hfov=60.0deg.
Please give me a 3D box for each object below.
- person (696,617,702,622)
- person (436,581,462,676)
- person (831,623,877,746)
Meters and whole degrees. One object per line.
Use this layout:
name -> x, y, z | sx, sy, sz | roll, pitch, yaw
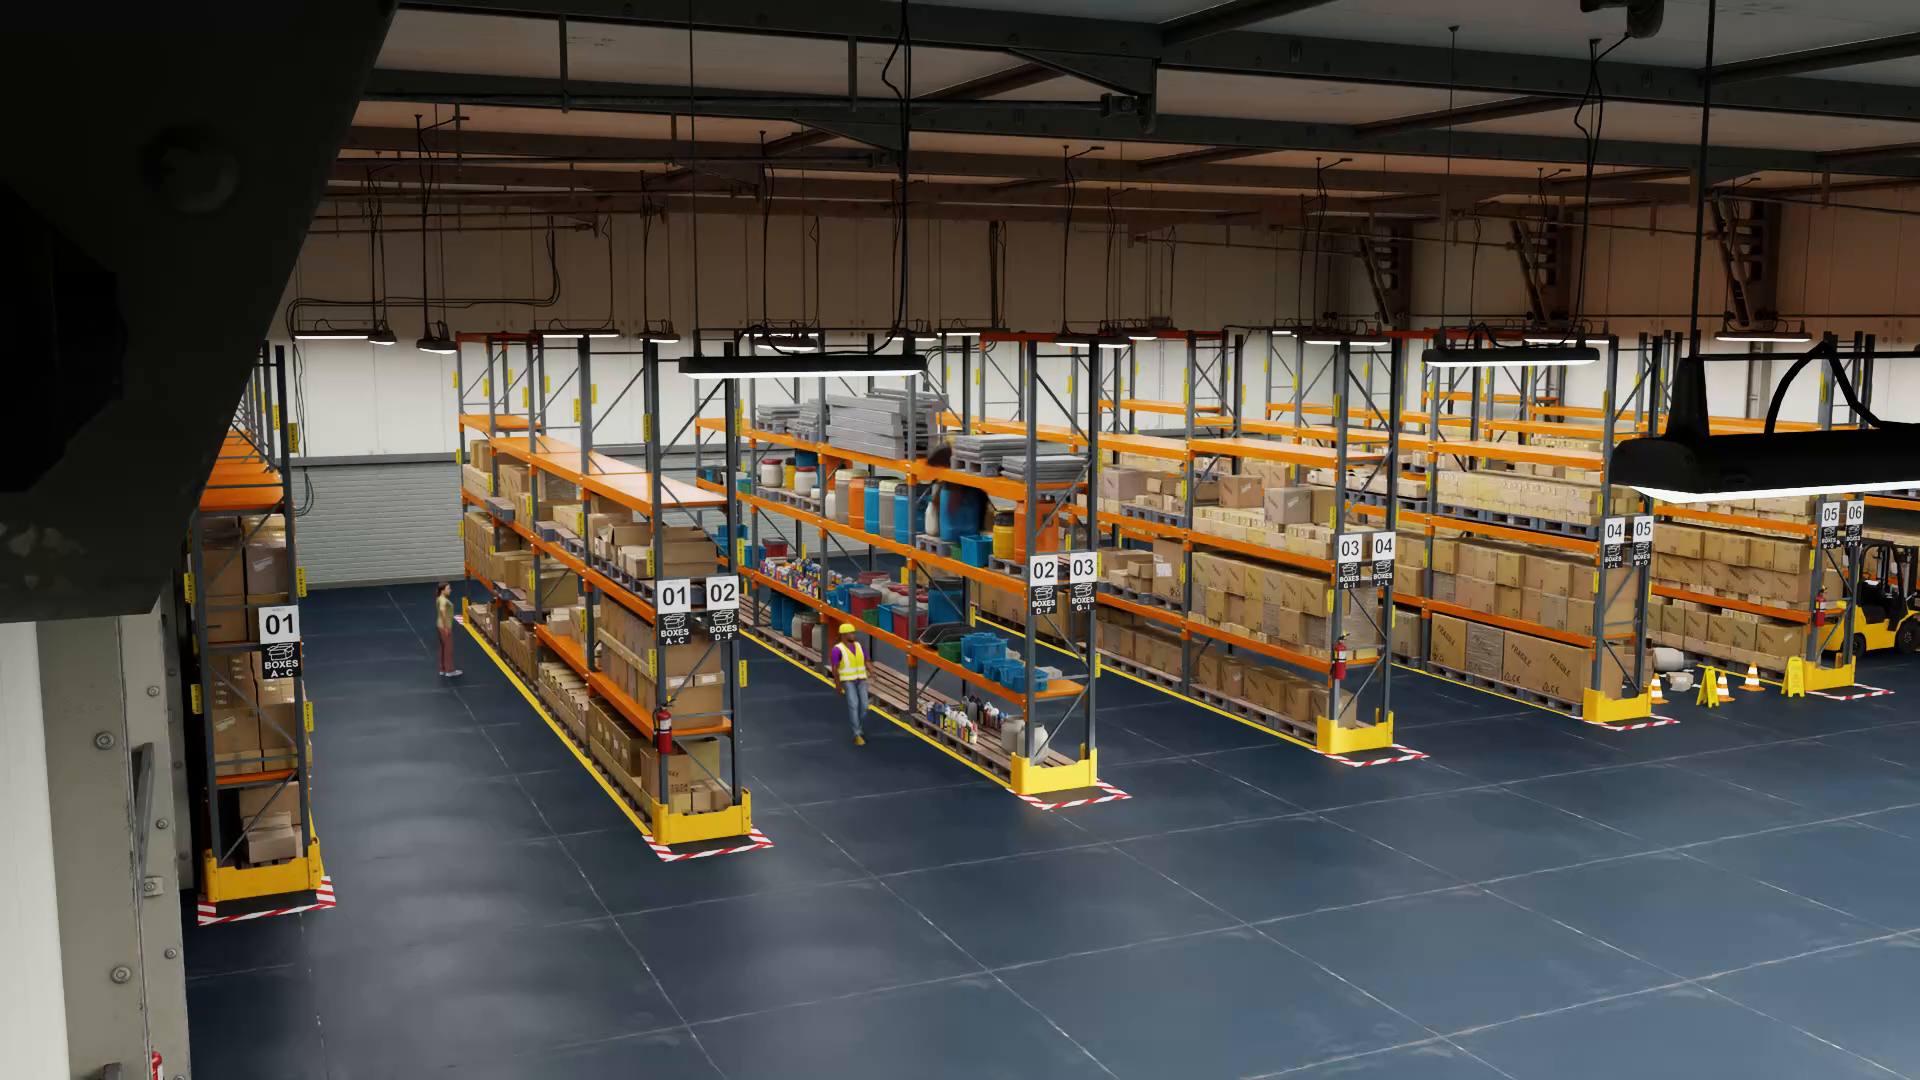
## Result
person -> -4.824, 1.570, 29.310 | 0.525, 1.640, 0.975 | -4, 9, -30
person -> -9.008, 1.552, 29.266 | 0.406, 1.673, 0.509 | -4, 8, -25
person -> -1.527, 2.152, 24.879 | 0.609, 1.750, 0.782 | -5, 9, -32
